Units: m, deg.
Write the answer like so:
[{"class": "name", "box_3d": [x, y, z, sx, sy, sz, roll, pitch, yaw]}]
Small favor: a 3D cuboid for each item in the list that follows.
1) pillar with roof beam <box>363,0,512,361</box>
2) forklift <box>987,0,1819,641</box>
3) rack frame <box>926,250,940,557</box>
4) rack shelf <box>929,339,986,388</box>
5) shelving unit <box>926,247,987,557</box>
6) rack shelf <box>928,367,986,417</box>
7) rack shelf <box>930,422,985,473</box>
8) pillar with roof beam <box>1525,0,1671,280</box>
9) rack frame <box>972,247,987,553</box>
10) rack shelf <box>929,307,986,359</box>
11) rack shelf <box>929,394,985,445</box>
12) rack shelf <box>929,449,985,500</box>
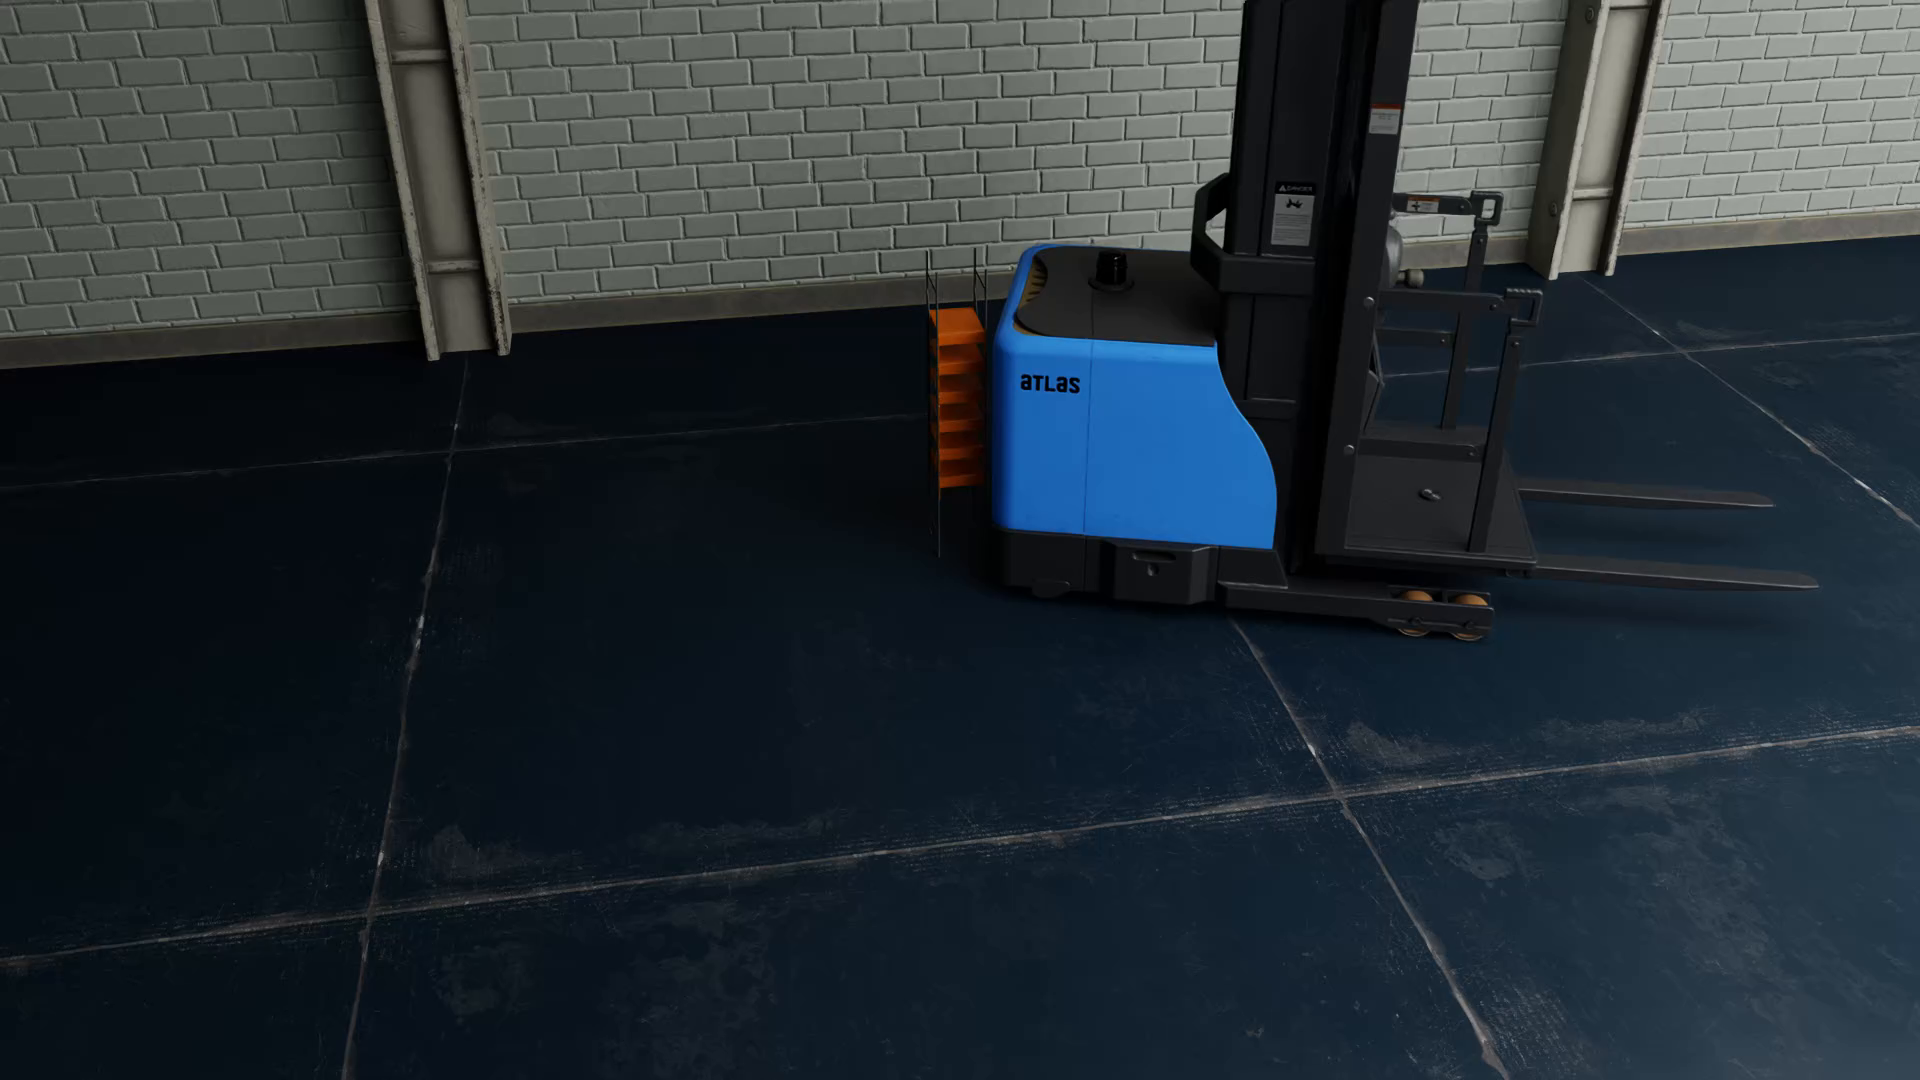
[{"class": "pillar with roof beam", "box_3d": [-1.706, -2.719, 2.497, 0.400, 9.000, 9.100, -5, 31, -9]}, {"class": "forklift", "box_3d": [1.666, -1.183, 5.870, 3.031, 2.935, 1.130, 4, 31, 7]}, {"class": "rack frame", "box_3d": [-0.104, -0.508, 6.429, 0.006, 1.200, 0.240, -5, 31, -9]}, {"class": "rack shelf", "box_3d": [-0.014, -0.684, 6.344, 0.180, 0.103, 0.258, -5, 31, -9]}, {"class": "shelving unit", "box_3d": [-0.014, -0.516, 6.444, 0.189, 1.200, 0.258, -5, 31, -9]}, {"class": "rack shelf", "box_3d": [-0.014, -0.581, 6.405, 0.180, 0.103, 0.258, -5, 31, -9]}, {"class": "rack shelf", "box_3d": [-0.014, -0.374, 6.527, 0.180, 0.103, 0.258, -5, 31, -9]}, {"class": "pillar with roof beam", "box_3d": [4.195, -3.267, 3.428, 0.400, 9.000, 9.100, -5, 31, -9]}, {"class": "rack frame", "box_3d": [0.076, -0.524, 6.458, 0.006, 1.200, 0.240, -5, 31, -9]}, {"class": "rack shelf", "box_3d": [-0.014, -0.788, 6.284, 0.180, 0.103, 0.258, -5, 31, -9]}, {"class": "rack shelf", "box_3d": [-0.014, -0.478, 6.466, 0.180, 0.103, 0.258, -5, 31, -9]}, {"class": "rack shelf", "box_3d": [-0.014, -0.271, 6.588, 0.180, 0.103, 0.258, -5, 31, -9]}]
